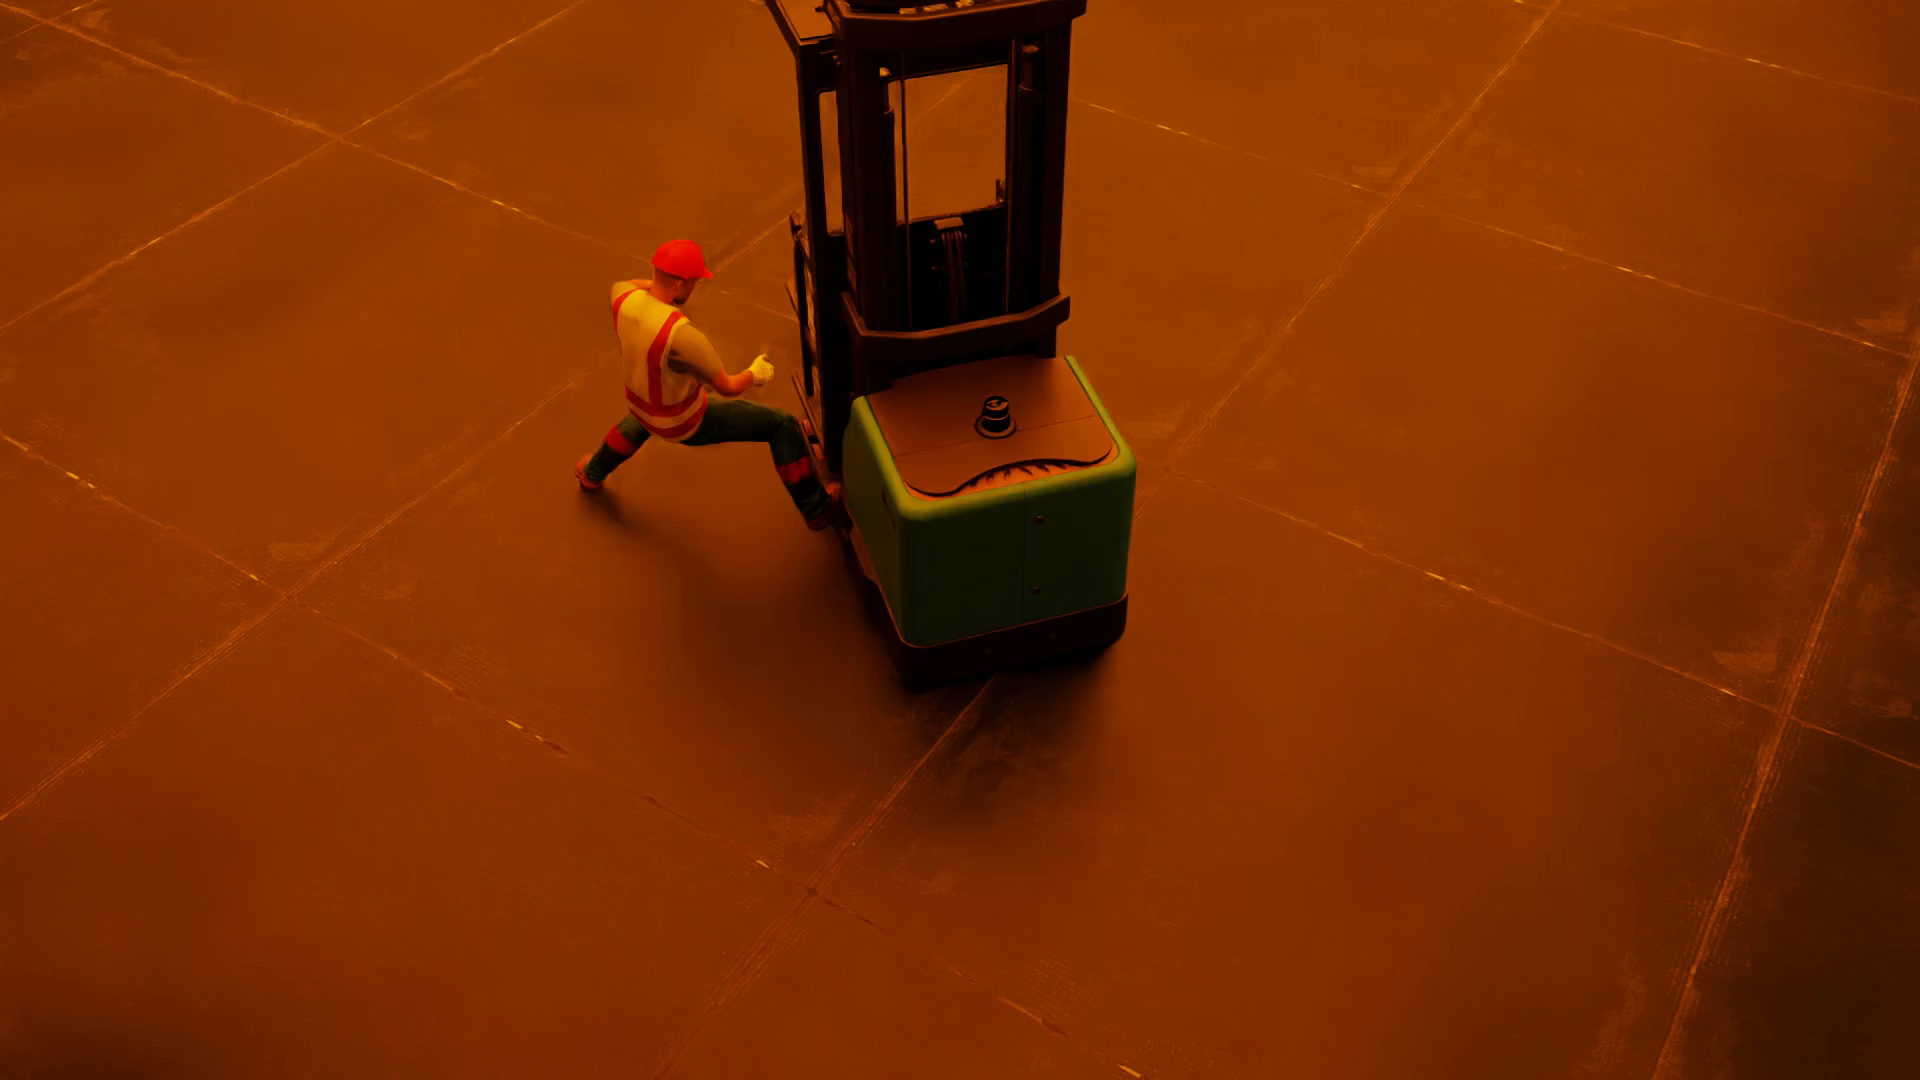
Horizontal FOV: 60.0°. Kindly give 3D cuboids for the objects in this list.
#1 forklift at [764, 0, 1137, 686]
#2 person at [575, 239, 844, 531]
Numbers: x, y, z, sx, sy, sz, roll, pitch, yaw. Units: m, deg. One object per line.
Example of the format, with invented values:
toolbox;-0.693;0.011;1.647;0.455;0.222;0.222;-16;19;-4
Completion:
forklift;-0.194;-1.463;7.392;1.130;2.935;3.031;-12;45;-13
person;-1.230;-0.745;7.613;0.846;1.540;1.313;-34;53;-30
